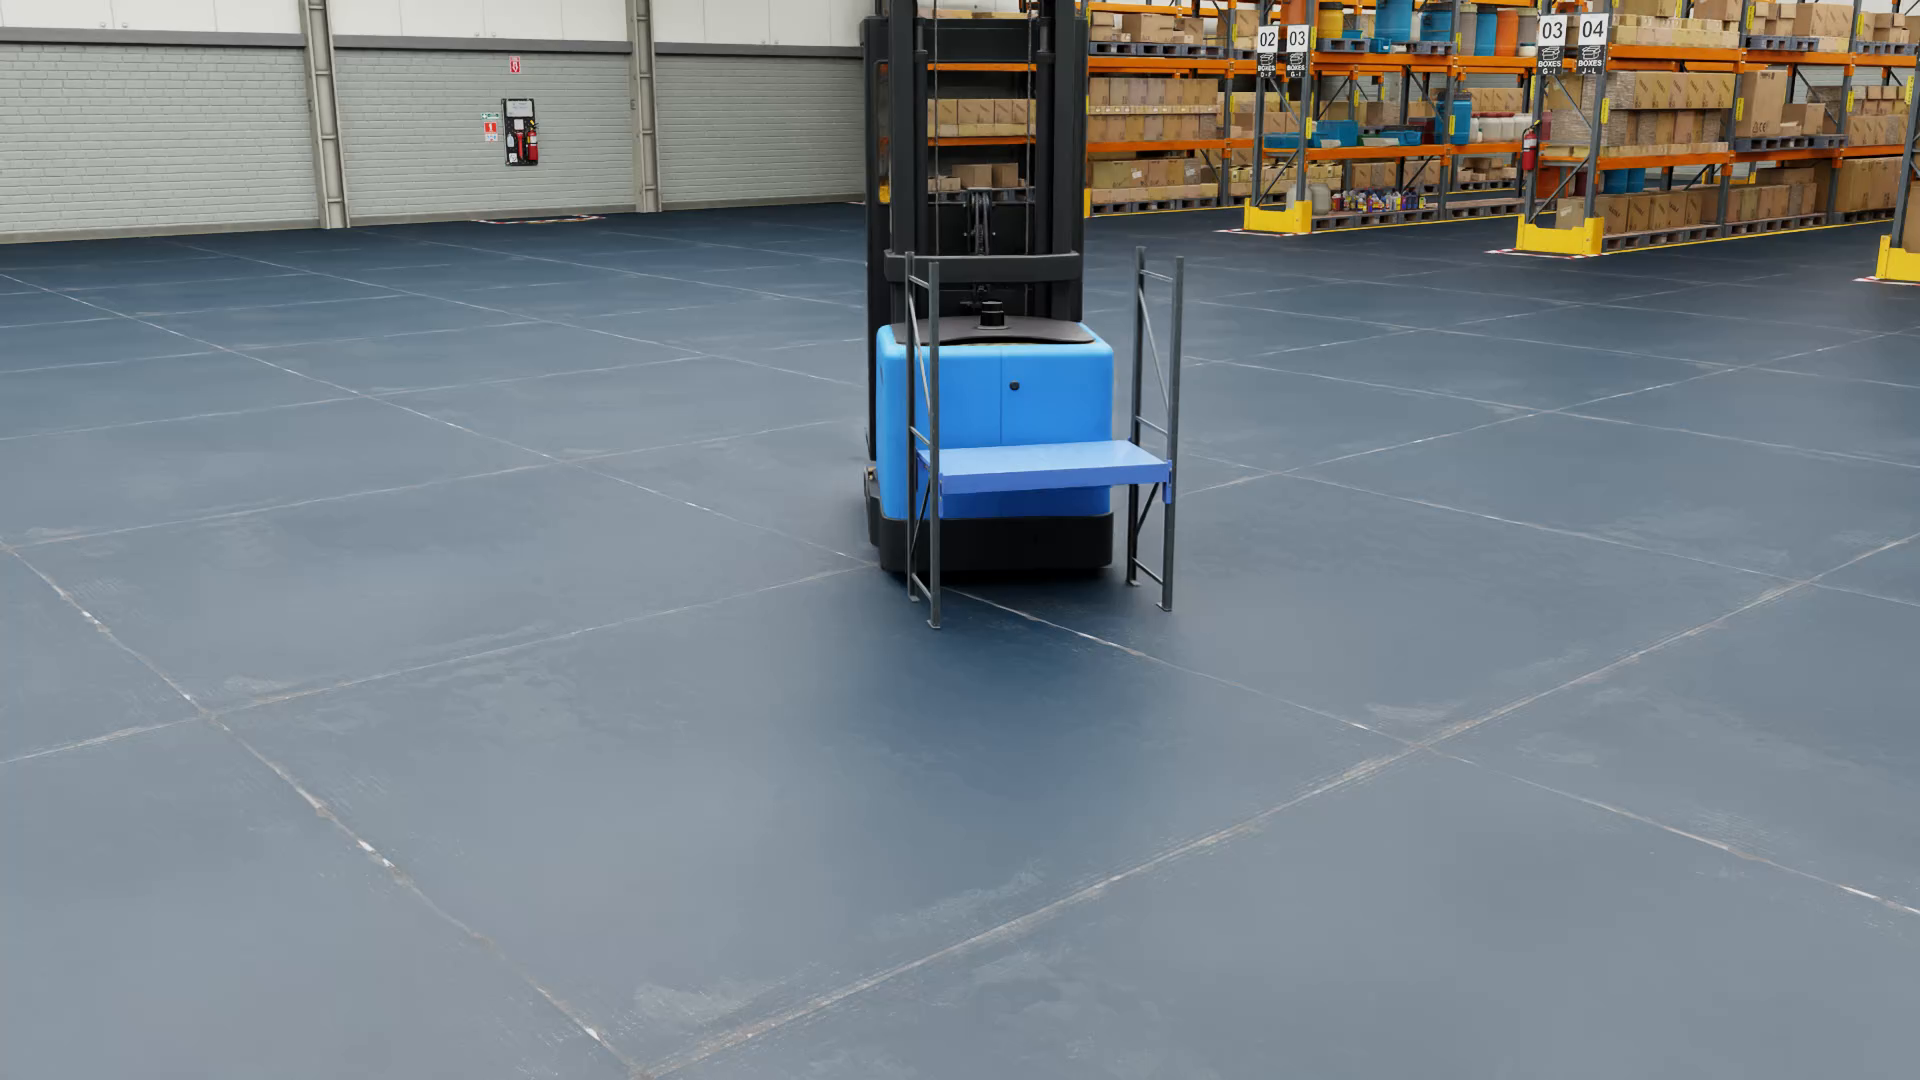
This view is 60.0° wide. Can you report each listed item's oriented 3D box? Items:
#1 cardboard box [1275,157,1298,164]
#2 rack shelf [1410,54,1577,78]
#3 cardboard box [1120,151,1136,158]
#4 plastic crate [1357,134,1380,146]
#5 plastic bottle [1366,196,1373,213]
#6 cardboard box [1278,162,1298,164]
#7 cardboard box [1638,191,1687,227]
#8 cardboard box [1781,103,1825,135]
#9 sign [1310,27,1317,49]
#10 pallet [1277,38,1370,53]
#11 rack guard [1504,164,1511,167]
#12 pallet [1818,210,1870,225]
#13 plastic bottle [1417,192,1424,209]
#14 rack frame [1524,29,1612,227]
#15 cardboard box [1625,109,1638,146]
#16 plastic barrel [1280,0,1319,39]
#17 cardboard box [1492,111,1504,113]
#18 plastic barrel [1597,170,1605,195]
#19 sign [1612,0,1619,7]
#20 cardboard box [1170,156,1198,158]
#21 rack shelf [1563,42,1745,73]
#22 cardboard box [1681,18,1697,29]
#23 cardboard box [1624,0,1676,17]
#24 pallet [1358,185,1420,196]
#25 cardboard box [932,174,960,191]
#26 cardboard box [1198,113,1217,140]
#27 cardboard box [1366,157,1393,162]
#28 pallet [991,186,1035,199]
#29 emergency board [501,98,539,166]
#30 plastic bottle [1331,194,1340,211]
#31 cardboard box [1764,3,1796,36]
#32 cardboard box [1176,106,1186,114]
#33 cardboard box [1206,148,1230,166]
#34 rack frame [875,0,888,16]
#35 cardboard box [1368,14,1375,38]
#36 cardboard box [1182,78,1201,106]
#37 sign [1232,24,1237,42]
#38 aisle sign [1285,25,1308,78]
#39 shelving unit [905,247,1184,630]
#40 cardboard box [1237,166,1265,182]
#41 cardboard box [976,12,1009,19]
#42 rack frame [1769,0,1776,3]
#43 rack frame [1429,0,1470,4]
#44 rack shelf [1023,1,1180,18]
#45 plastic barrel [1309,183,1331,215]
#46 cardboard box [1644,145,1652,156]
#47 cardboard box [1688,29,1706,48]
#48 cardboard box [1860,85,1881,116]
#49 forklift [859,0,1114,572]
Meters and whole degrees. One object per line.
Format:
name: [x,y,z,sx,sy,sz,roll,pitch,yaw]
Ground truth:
cardboard box: [8.335,-9.549,42.217,0.500,0.500,0.700,-12,19,-39]
rack shelf: [9.680,-8.604,30.229,4.000,0.370,1.077,-13,19,-39]
cardboard box: [3.705,-8.920,38.371,0.500,0.250,0.500,-12,19,-38]
plastic crate: [6.962,-6.886,28.627,0.662,0.188,0.450,-13,19,-39]
plastic bottle: [6.909,-5.667,28.065,0.133,0.283,0.061,-12,19,-38]
cardboard box: [6.962,-7.829,35.176,0.500,0.311,0.500,-13,20,-41]
cardboard box: [10.668,-5.036,25.321,0.500,0.500,0.500,-6,16,-22]
cardboard box: [13.704,-6.915,27.317,0.500,0.500,0.700,-9,18,-31]
sign: [5.512,-7.831,25.927,0.005,0.325,0.100,-13,19,-39]
pallet: [5.842,-7.965,26.809,1.213,0.211,1.003,-13,19,-39]
rack guard: [13.918,-8.941,40.753,0.348,0.500,1.175,-13,19,-39]
pallet: [15.084,-5.648,28.987,1.213,0.211,1.003,-13,19,-39]
plastic bottle: [8.025,-5.918,29.004,0.133,0.283,0.061,-11,19,-37]
rack frame: [8.405,-5.522,23.109,0.127,3.000,1.000,-13,19,-39]
cardboard box: [9.137,-5.909,23.791,0.500,0.500,0.875,-13,19,-39]
plastic barrel: [5.437,-8.452,26.623,0.708,0.830,0.600,-13,19,-39]
cardboard box: [12.284,-9.737,38.696,0.500,0.500,0.500,-13,20,-40]
plastic barrel: [12.766,-7.232,33.521,0.421,0.512,0.421,0,15,0]
sign: [8.761,-7.287,22.213,0.005,0.325,0.100,-13,19,-39]
cardboard box: [4.367,-7.347,33.006,0.500,0.500,0.500,-13,19,-39]
rack shelf: [9.914,-6.962,24.083,4.000,0.370,1.077,-13,19,-39]
cardboard box: [10.376,-7.433,23.970,0.250,0.149,0.380,-12,19,-37]
cardboard box: [9.702,-7.603,23.350,0.500,0.500,0.500,-13,20,-40]
pallet: [9.448,-7.783,36.980,1.213,0.211,1.003,-13,19,-39]
cardboard box: [-0.338,-7.524,34.964,0.500,0.311,0.500,-11,18,-35]
cardboard box: [4.592,-8.100,32.569,0.500,0.500,0.700,-13,20,-41]
cardboard box: [9.300,-8.562,37.029,0.500,0.250,0.500,-13,20,-40]
pallet: [1.185,-7.624,36.384,1.213,0.211,1.003,-13,19,-39]
emergency board: [-7.805,-7.274,29.669,0.643,1.169,0.194,-13,19,-39]
plastic bottle: [6.460,-5.816,28.637,0.135,0.276,0.152,-12,19,-39]
cardboard box: [12.552,-8.121,26.015,0.637,0.503,0.797,-12,19,-37]
cardboard box: [4.089,-8.230,31.799,0.250,0.149,0.380,-13,20,-40]
cardboard box: [5.991,-9.180,40.158,0.750,0.750,0.750,-13,20,-40]
rack frame: [-1.349,-11.313,33.165,0.127,3.000,1.000,-13,19,-39]
cardboard box: [8.658,-10.946,35.471,0.500,0.500,0.500,-13,19,-39]
cardboard box: [4.212,-8.641,32.080,0.500,0.500,0.700,-13,20,-39]
sign: [5.288,-9.758,32.000,0.005,0.325,0.100,-13,19,-39]
aisle sign: [5.292,-7.673,26.124,0.004,0.787,0.394,-13,19,-39]
shelving unit: [0.338,-0.449,7.024,1.048,1.500,0.538,-4,15,-13]
cardboard box: [5.779,-7.379,33.490,0.500,0.311,0.500,-13,20,-40]
cardboard box: [0.674,-10.759,34.735,0.500,0.500,0.500,-14,20,-41]
rack frame: [17.224,-12.095,36.092,0.127,3.000,1.000,-13,19,-39]
rack frame: [10.958,-12.382,37.167,0.127,3.000,1.000,-13,19,-39]
rack shelf: [3.177,-11.788,37.115,4.000,0.370,1.077,-13,19,-39]
plastic barrel: [5.978,-5.698,27.776,0.421,0.512,0.421,0,15,0]
cardboard box: [9.715,-5.615,23.946,0.250,0.149,0.380,-13,19,-39]
cardboard box: [10.468,-7.274,24.148,0.500,0.250,0.500,-13,20,-40]
cardboard box: [15.496,-7.640,28.903,0.637,0.503,0.797,-12,19,-38]
forklift: [0.054,-1.601,8.565,1.130,2.935,3.031,-1,15,-5]
